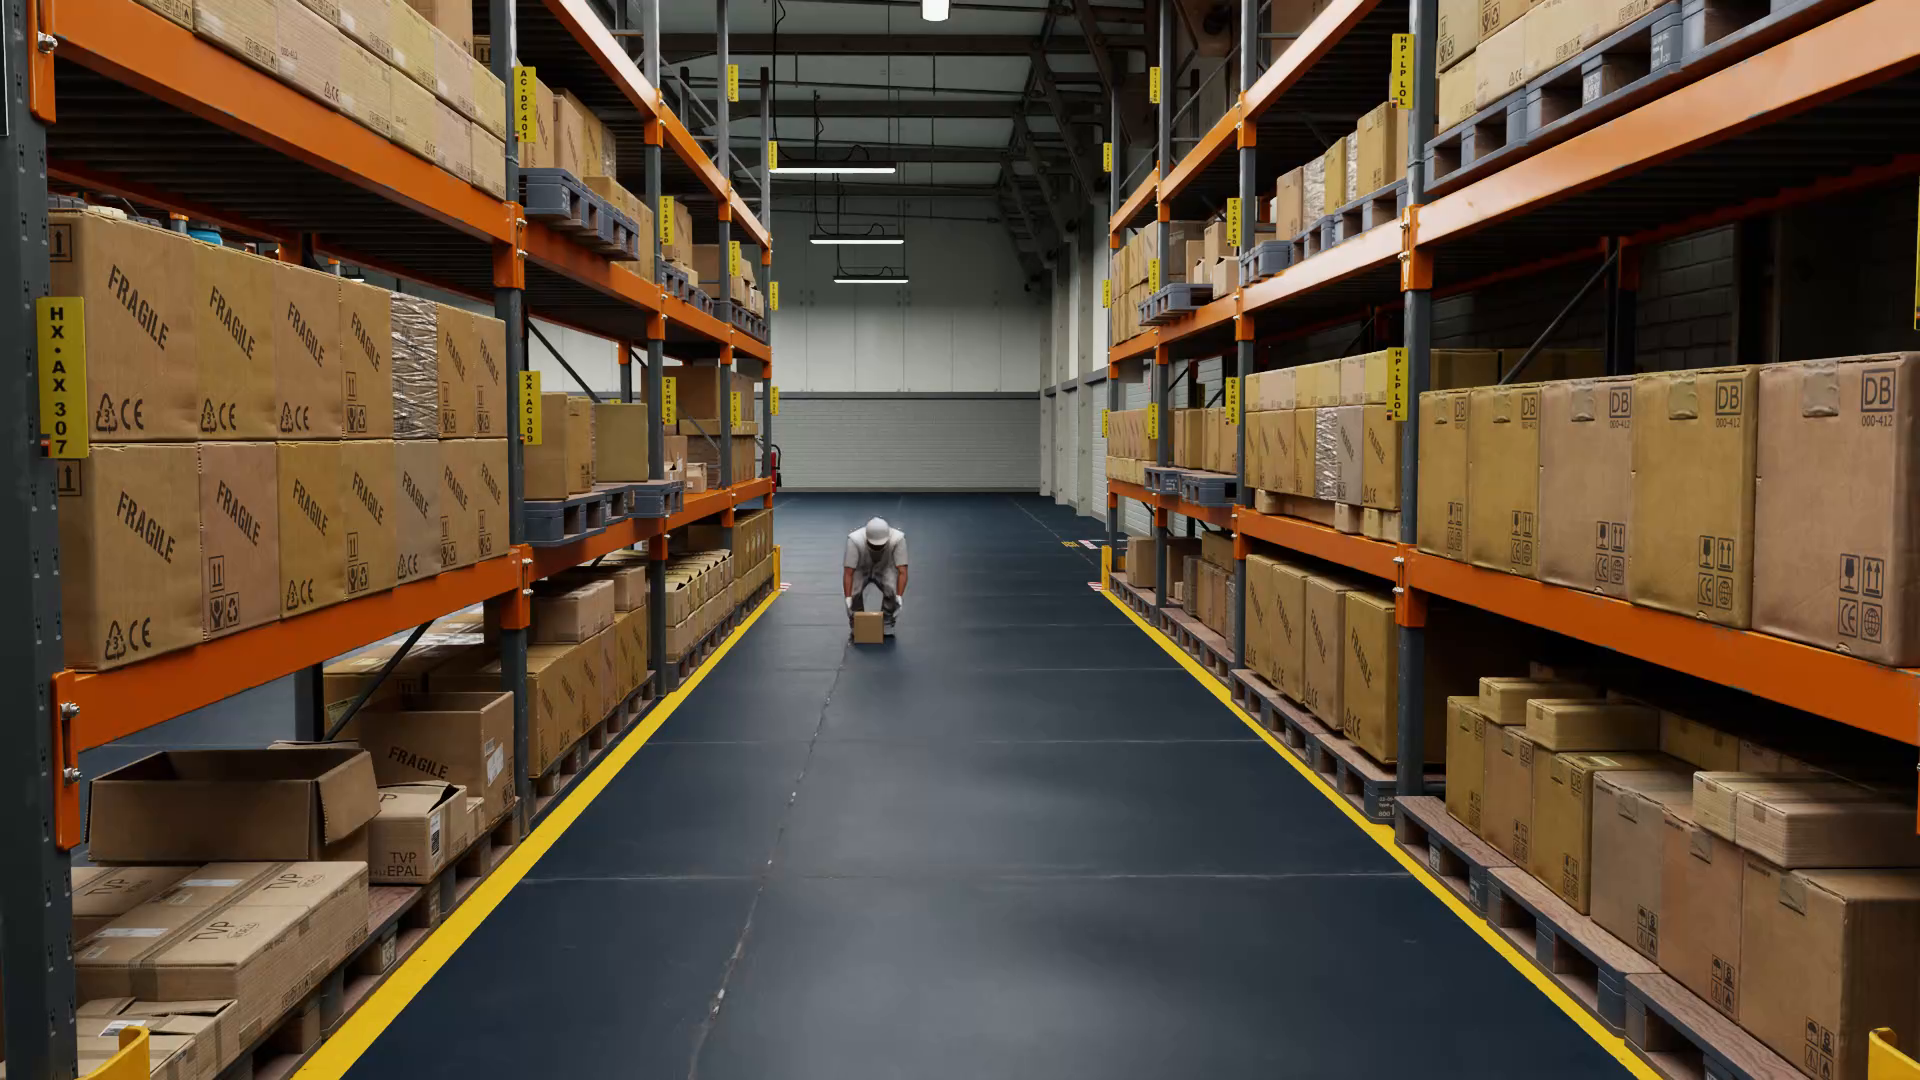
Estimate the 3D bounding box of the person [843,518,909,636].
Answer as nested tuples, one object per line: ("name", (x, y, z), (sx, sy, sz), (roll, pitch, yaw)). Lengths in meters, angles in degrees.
("person", (-0.748, 0.327, 14.900), (0.584, 1.086, 0.880), (0, 4, -1))
